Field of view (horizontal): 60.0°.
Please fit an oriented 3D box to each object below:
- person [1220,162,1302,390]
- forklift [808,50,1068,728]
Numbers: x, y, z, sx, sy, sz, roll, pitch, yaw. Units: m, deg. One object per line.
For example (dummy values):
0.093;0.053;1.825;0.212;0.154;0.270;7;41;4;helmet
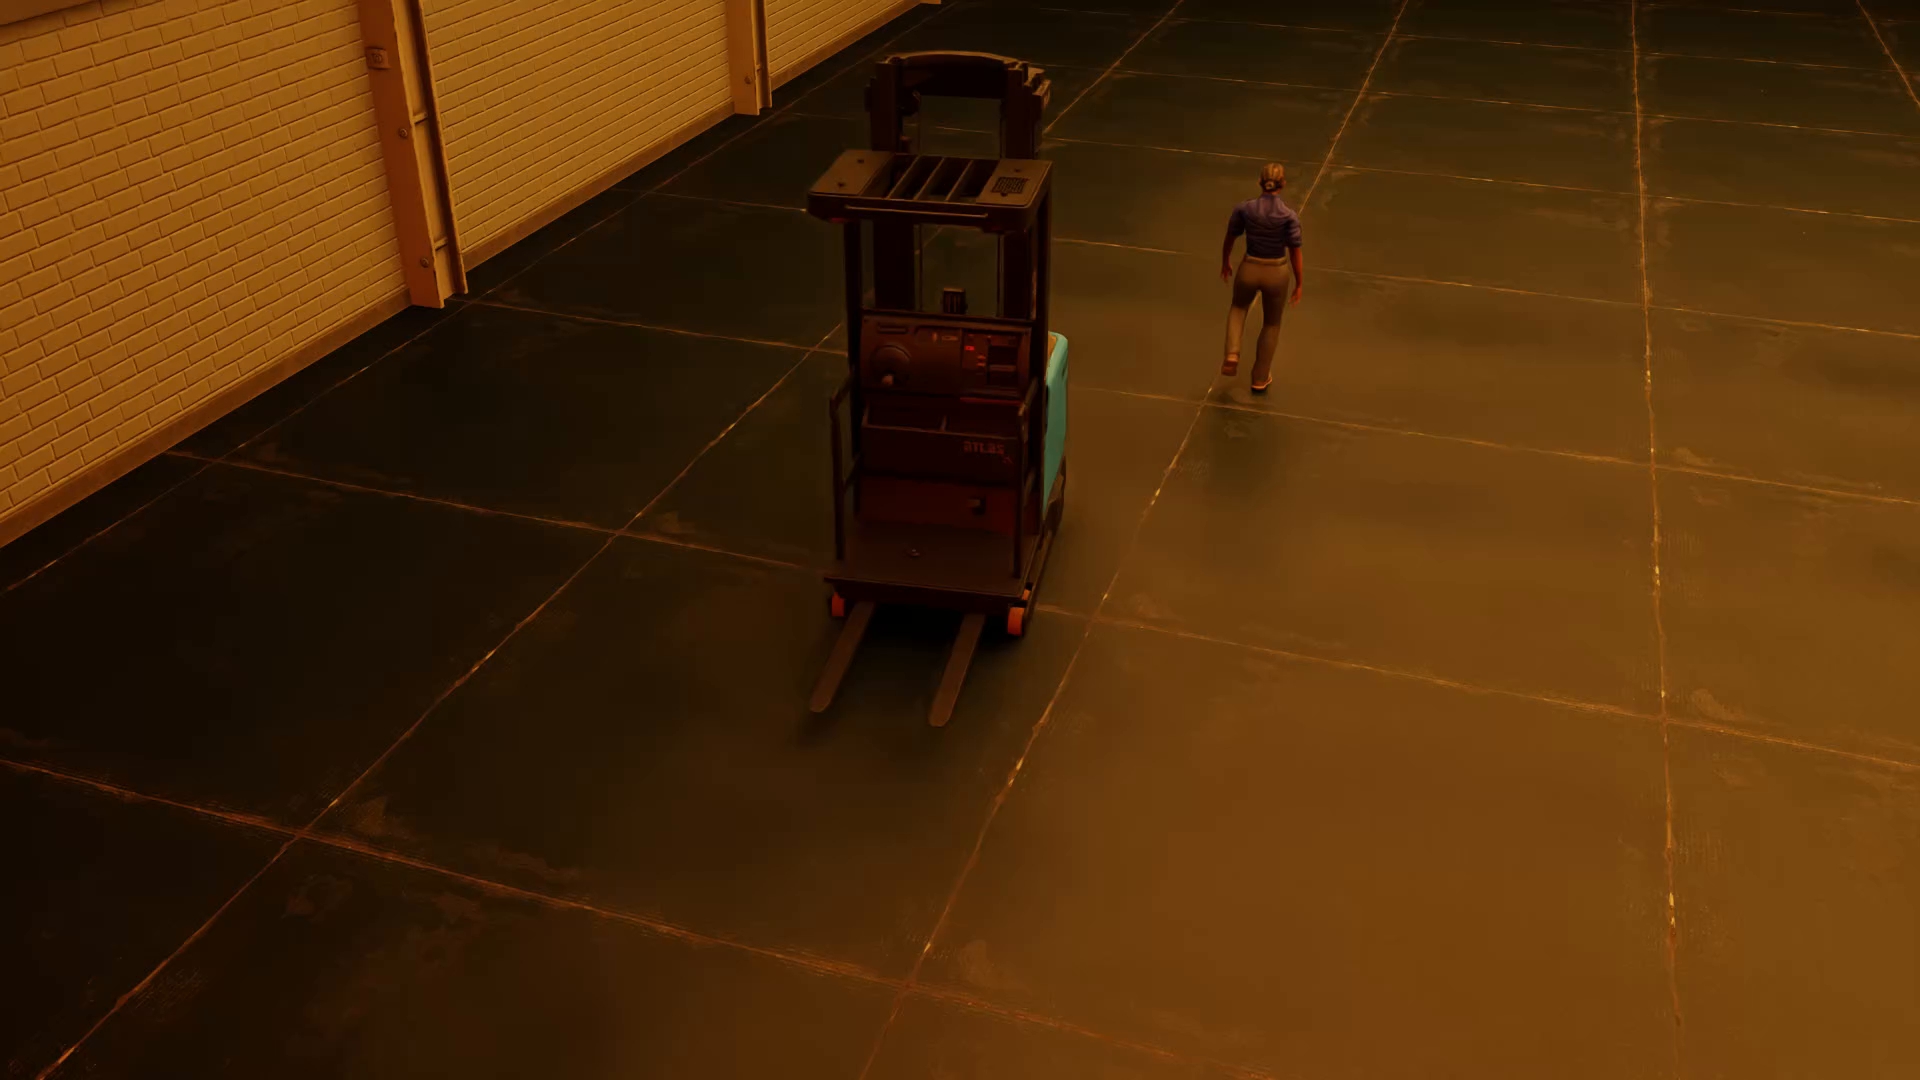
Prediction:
2.128;-1.865;11.719;0.611;1.639;0.448;11;31;18;person
-0.120;-0.941;8.787;1.130;2.935;3.031;6;30;10;forklift
